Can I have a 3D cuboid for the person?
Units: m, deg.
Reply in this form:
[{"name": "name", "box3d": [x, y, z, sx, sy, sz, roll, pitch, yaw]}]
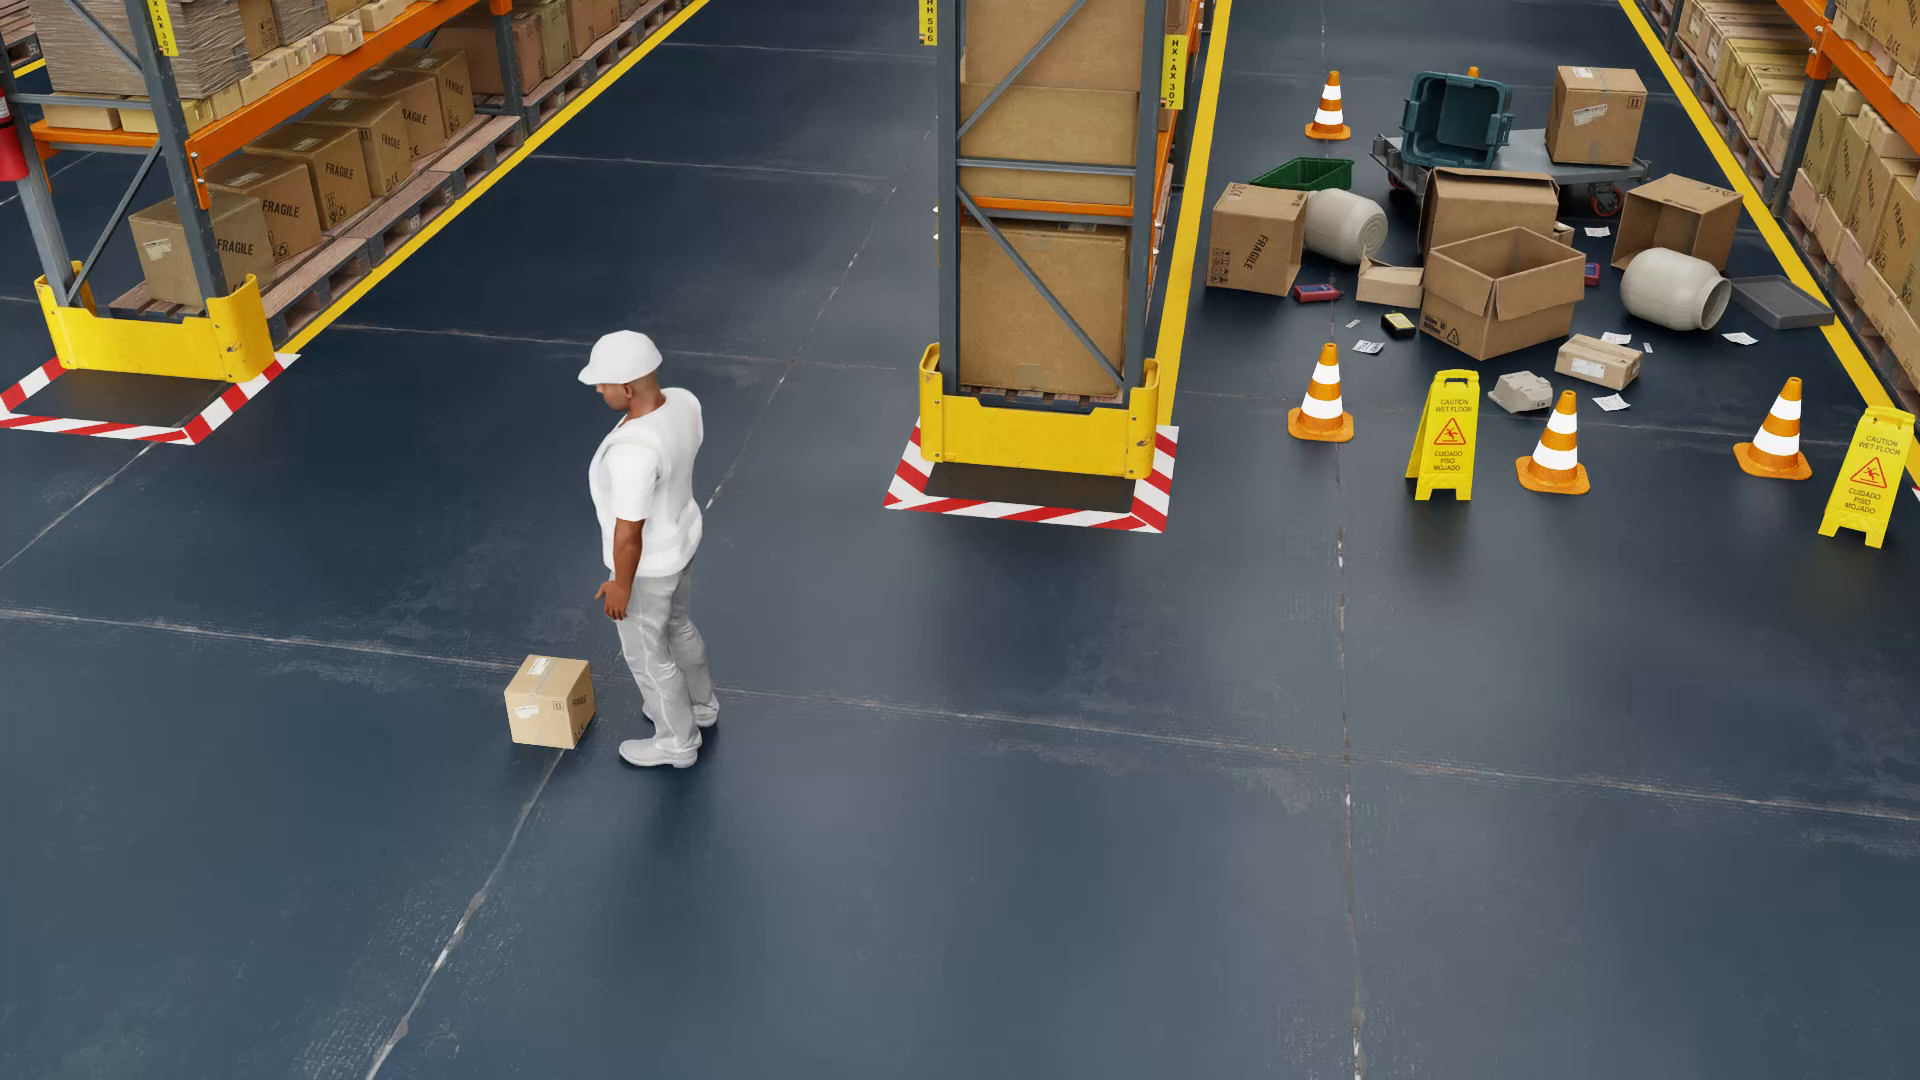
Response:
[{"name": "person", "box3d": [-1.120, 0.045, 6.045, 0.364, 1.762, 0.566, 6, 33, 9]}]
